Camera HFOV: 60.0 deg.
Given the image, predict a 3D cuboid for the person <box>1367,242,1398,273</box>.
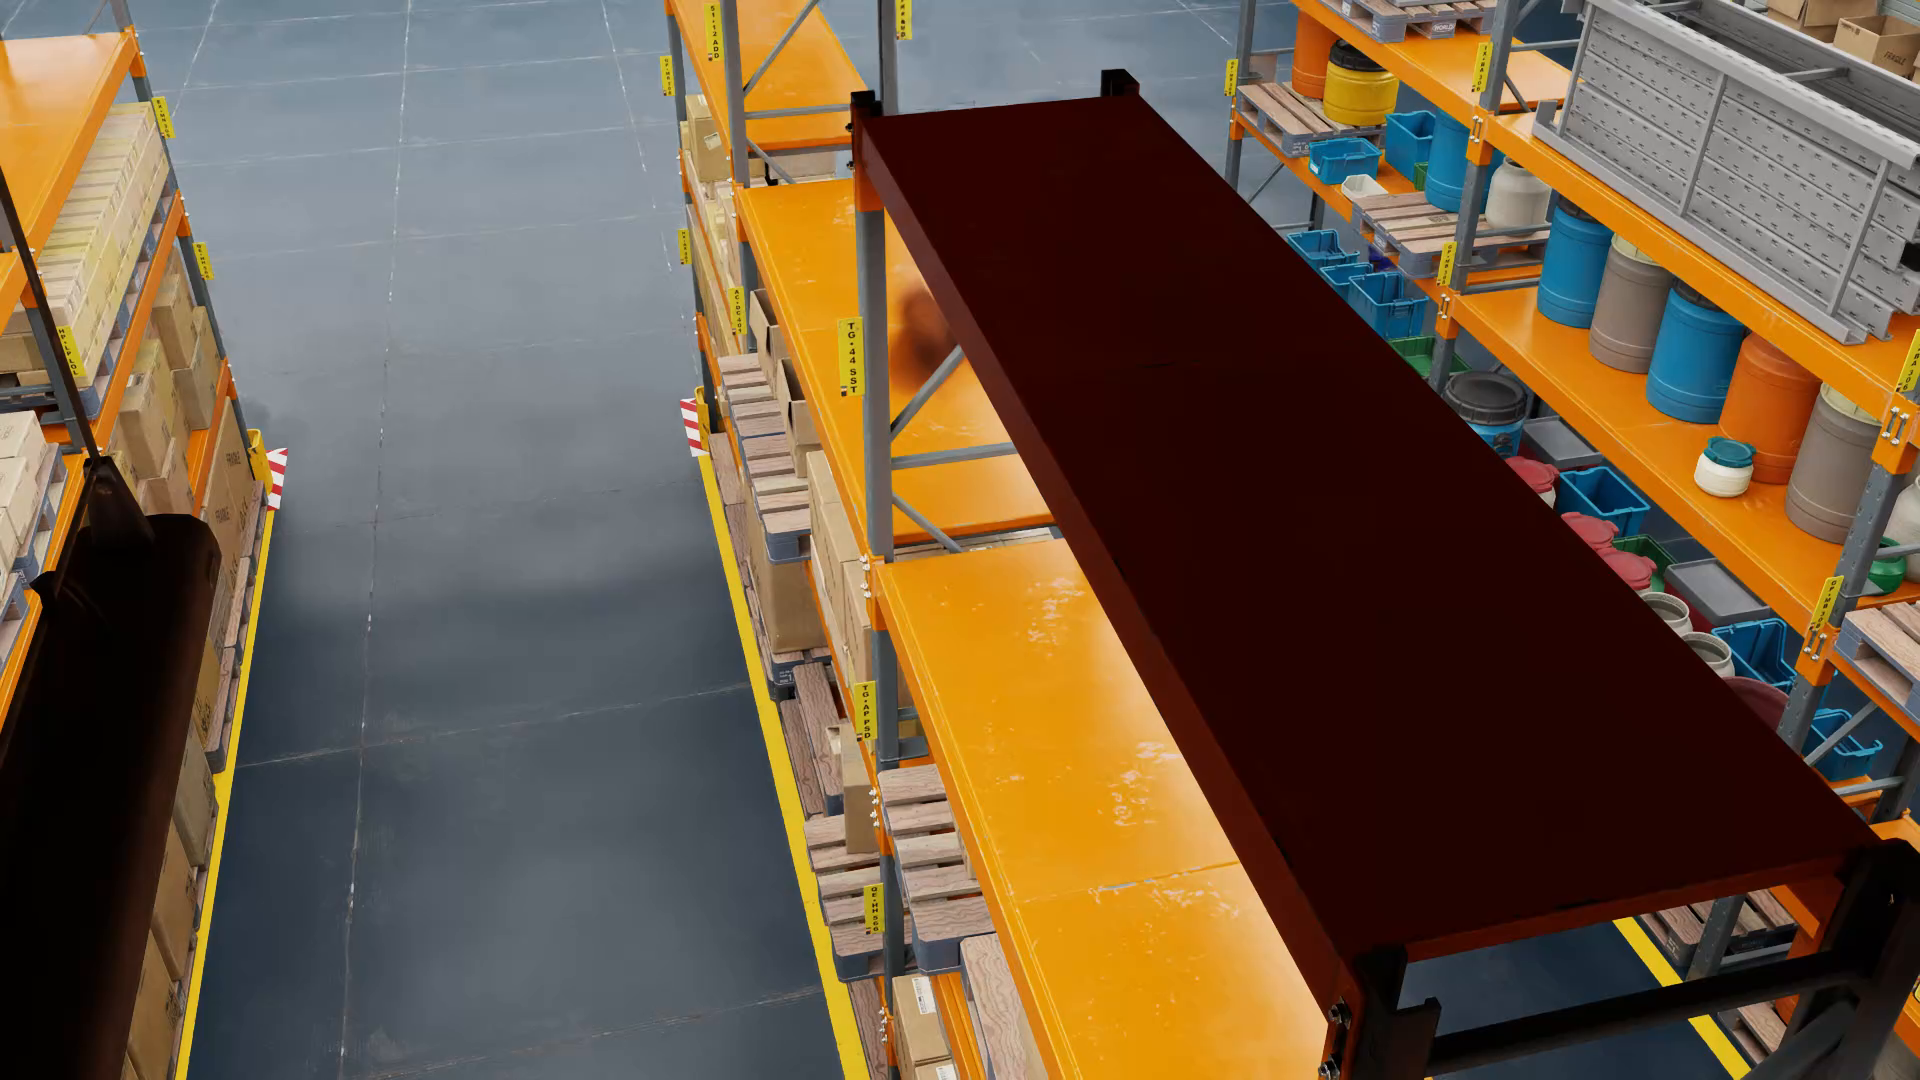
[{"bbox_3d":[4.214,-2.564,16.478,0.624,1.605,0.539,-22,40,-29],"label":"person"}]
